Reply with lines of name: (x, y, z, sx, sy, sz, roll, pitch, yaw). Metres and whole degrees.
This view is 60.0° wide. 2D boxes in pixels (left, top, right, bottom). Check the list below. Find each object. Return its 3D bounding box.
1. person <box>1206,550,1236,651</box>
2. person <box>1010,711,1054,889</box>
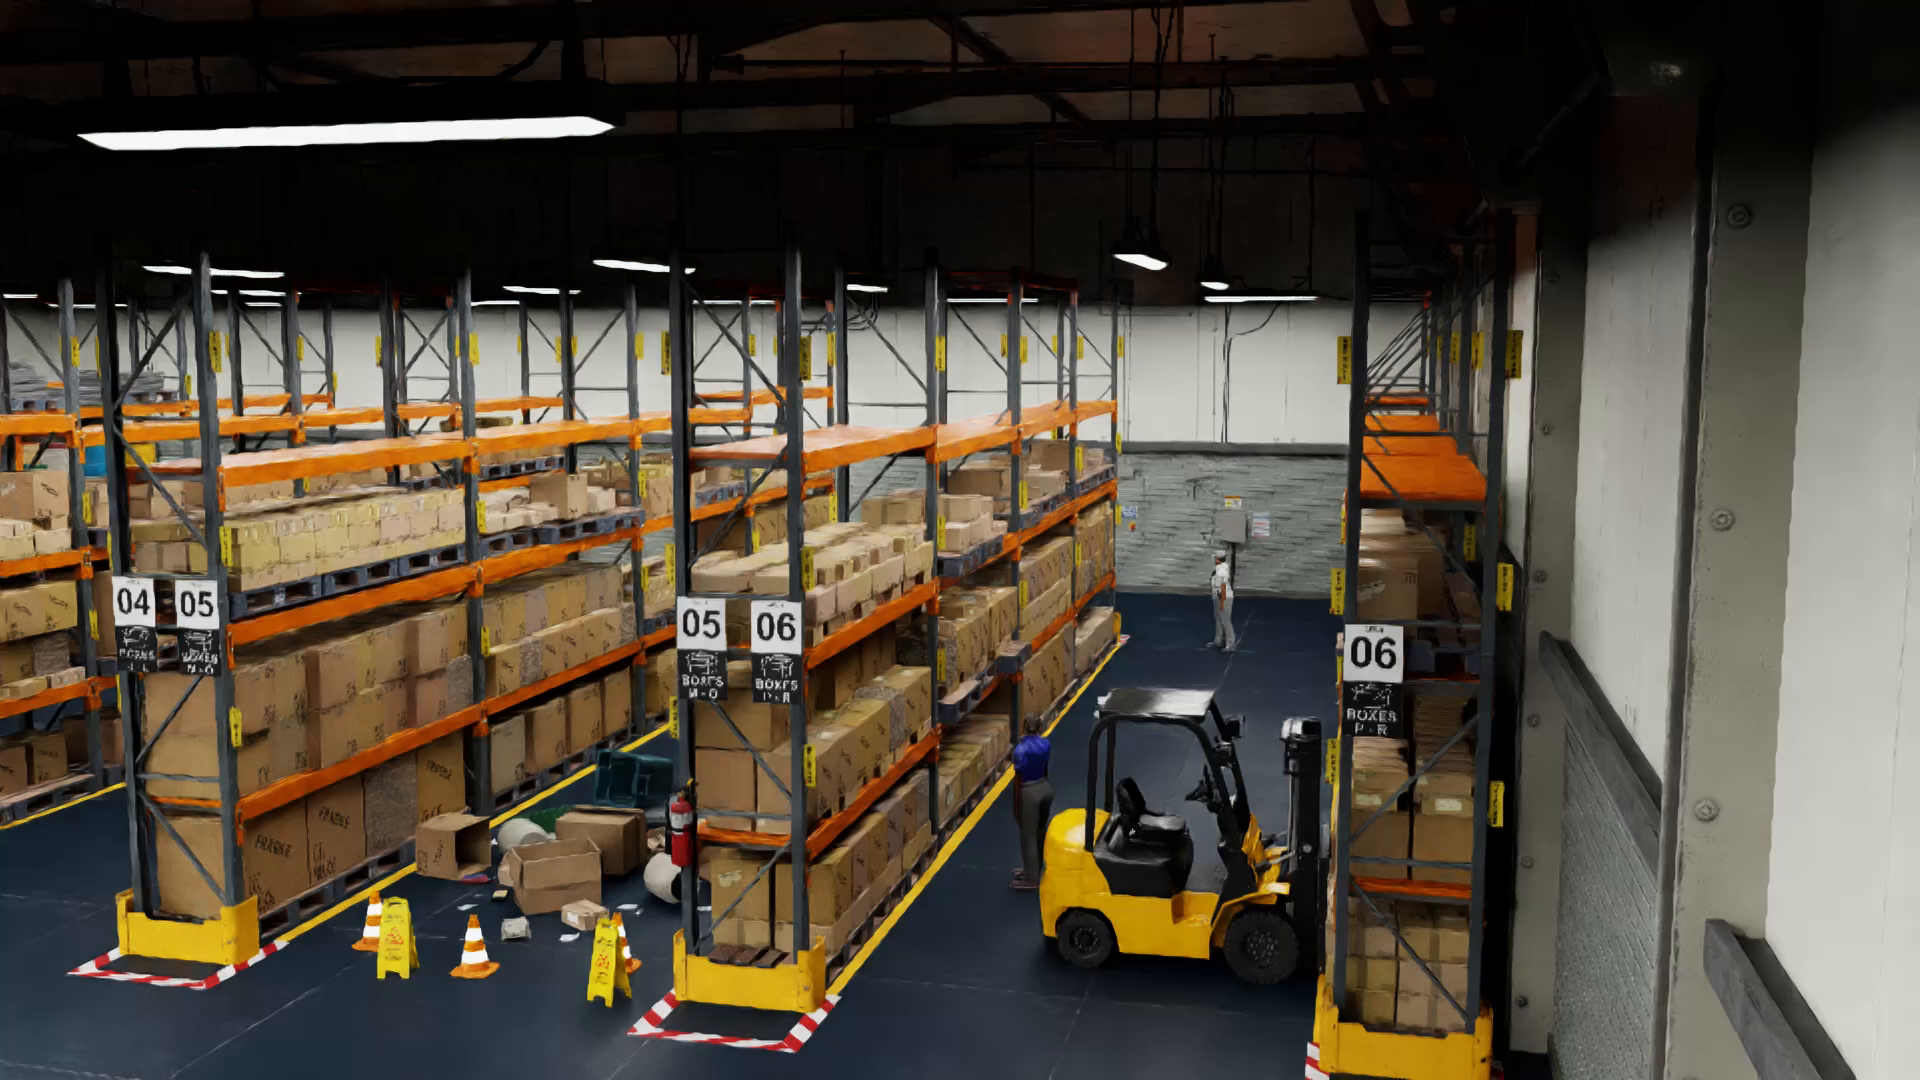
person: (4.332, 0.986, 27.514, 0.480, 1.661, 0.598, 1, 7, 9)
person: (0.642, 2.430, 15.683, 0.498, 1.662, 0.463, -7, 10, -45)
